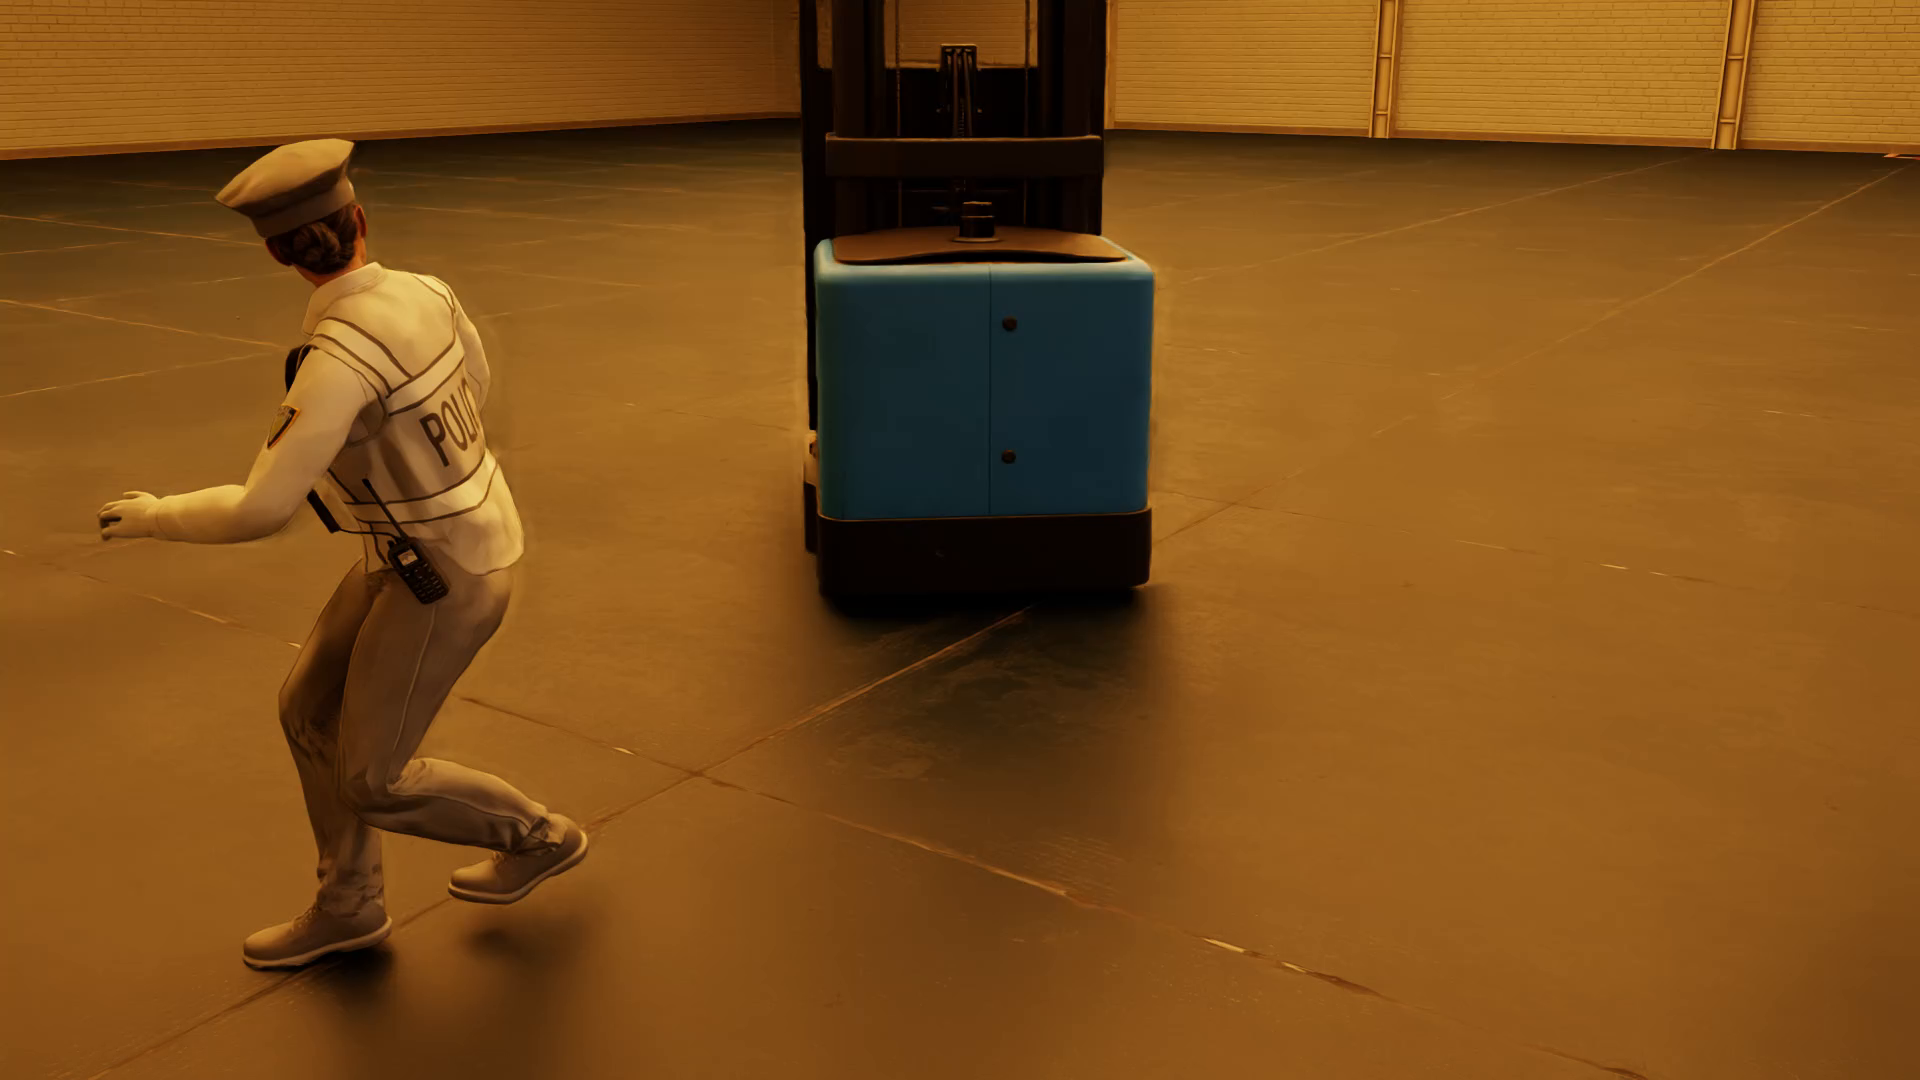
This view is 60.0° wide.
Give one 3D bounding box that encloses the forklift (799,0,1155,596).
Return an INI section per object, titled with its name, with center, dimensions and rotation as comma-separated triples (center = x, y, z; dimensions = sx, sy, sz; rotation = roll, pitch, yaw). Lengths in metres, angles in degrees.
[forklift]
center = -0.050, -1.607, 6.206
dimensions = 1.130, 2.935, 3.031
rotation = -2, 17, -5

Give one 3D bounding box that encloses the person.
[person]
center = -1.160, 0.027, 3.185
dimensions = 0.802, 1.551, 0.814
rotation = -3, 17, -10
